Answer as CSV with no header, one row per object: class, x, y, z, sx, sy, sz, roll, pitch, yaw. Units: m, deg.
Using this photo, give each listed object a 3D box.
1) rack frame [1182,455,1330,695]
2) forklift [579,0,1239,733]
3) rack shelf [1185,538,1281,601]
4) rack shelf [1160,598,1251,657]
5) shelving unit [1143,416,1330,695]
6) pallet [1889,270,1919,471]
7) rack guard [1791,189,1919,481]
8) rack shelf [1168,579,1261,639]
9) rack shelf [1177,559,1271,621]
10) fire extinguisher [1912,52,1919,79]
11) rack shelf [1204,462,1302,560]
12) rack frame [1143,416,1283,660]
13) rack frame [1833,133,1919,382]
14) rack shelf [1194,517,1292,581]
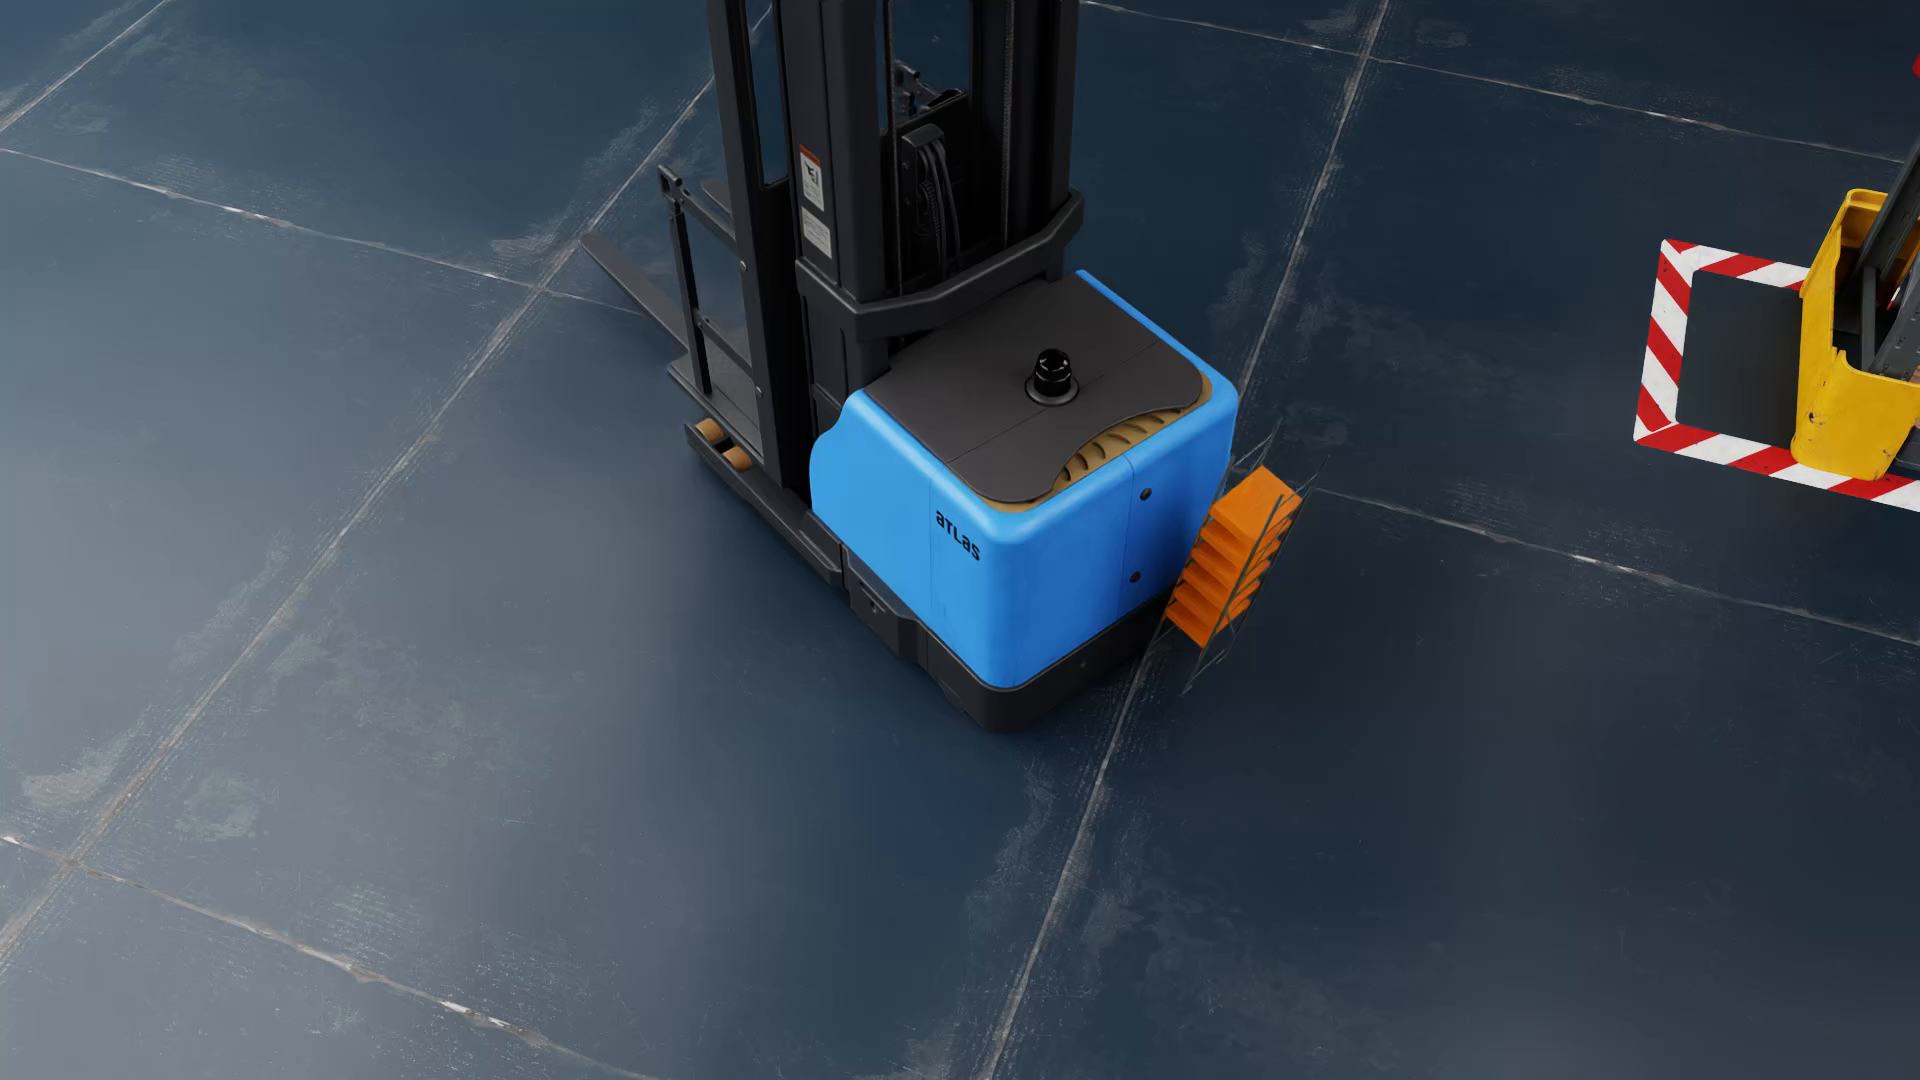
rack frame,0.931,0.144,5.342,0.240,1.200,0.006,-37,68,-27
forklift,-0.412,-1.369,5.497,1.130,2.935,3.031,-31,56,-24
rack shelf,0.877,0.043,5.309,0.258,0.103,0.180,-37,68,-27
rack shelf,0.833,0.242,5.606,0.258,0.103,0.180,-37,68,-27
shelving unit,0.868,0.085,5.372,0.258,1.200,0.189,-37,68,-27
pallet,4.370,-0.565,6.600,1.213,0.211,1.003,16,51,13
rack guard,3.616,-0.836,6.644,0.348,0.500,1.175,16,51,13
rack shelf,0.848,0.175,5.507,0.258,0.103,0.180,-37,68,-27
rack shelf,0.862,0.109,5.408,0.258,0.103,0.180,-37,68,-27
fire extinguisher,3.688,-1.983,6.035,0.183,0.674,0.296,16,51,13
rack shelf,0.907,-0.089,5.111,0.258,0.103,0.180,-37,68,-27
rack frame,0.804,0.026,5.402,0.240,1.200,0.006,-37,68,-27
rack frame,3.638,-1.649,5.694,0.127,3.000,1.000,16,51,13
rack shelf,0.892,-0.023,5.210,0.258,0.103,0.180,-37,68,-27
